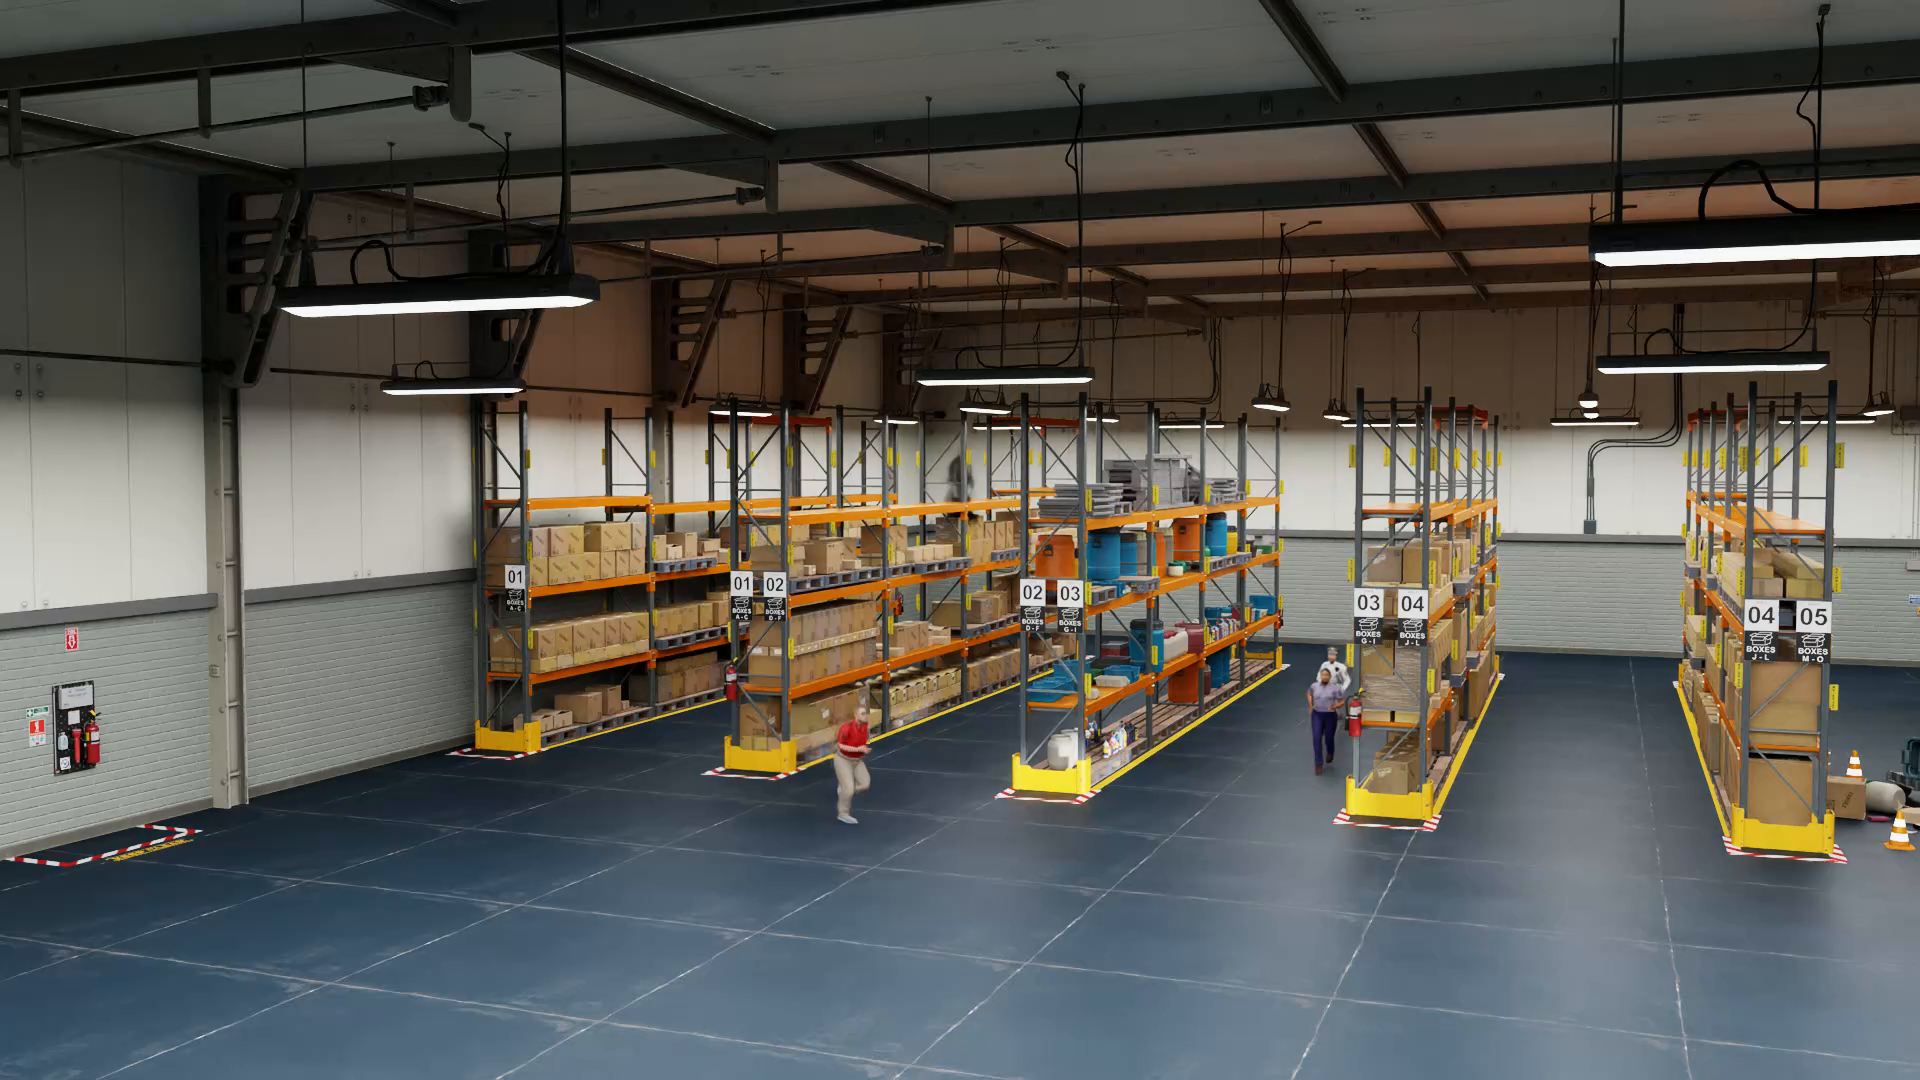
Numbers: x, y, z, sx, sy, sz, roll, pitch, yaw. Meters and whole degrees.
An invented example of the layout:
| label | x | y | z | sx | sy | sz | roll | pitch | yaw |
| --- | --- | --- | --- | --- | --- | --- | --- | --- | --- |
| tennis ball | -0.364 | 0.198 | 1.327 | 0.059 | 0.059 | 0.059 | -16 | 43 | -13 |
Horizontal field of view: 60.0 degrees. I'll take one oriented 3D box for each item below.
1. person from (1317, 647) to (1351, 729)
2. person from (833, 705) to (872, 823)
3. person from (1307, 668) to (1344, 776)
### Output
| label | x | y | z | sx | sy | sz | roll | pitch | yaw |
| --- | --- | --- | --- | --- | --- | --- | --- | --- | --- |
| person | 6.675 | 2.739 | 29.793 | 0.617 | 1.662 | 0.597 | 1 | 3 | 28 |
| person | -1.450 | 3.079 | 22.818 | 0.739 | 1.650 | 0.653 | 3 | 4 | 43 |
| person | 5.850 | 2.889 | 26.664 | 0.606 | 1.651 | 0.891 | 1 | 3 | 18 |
